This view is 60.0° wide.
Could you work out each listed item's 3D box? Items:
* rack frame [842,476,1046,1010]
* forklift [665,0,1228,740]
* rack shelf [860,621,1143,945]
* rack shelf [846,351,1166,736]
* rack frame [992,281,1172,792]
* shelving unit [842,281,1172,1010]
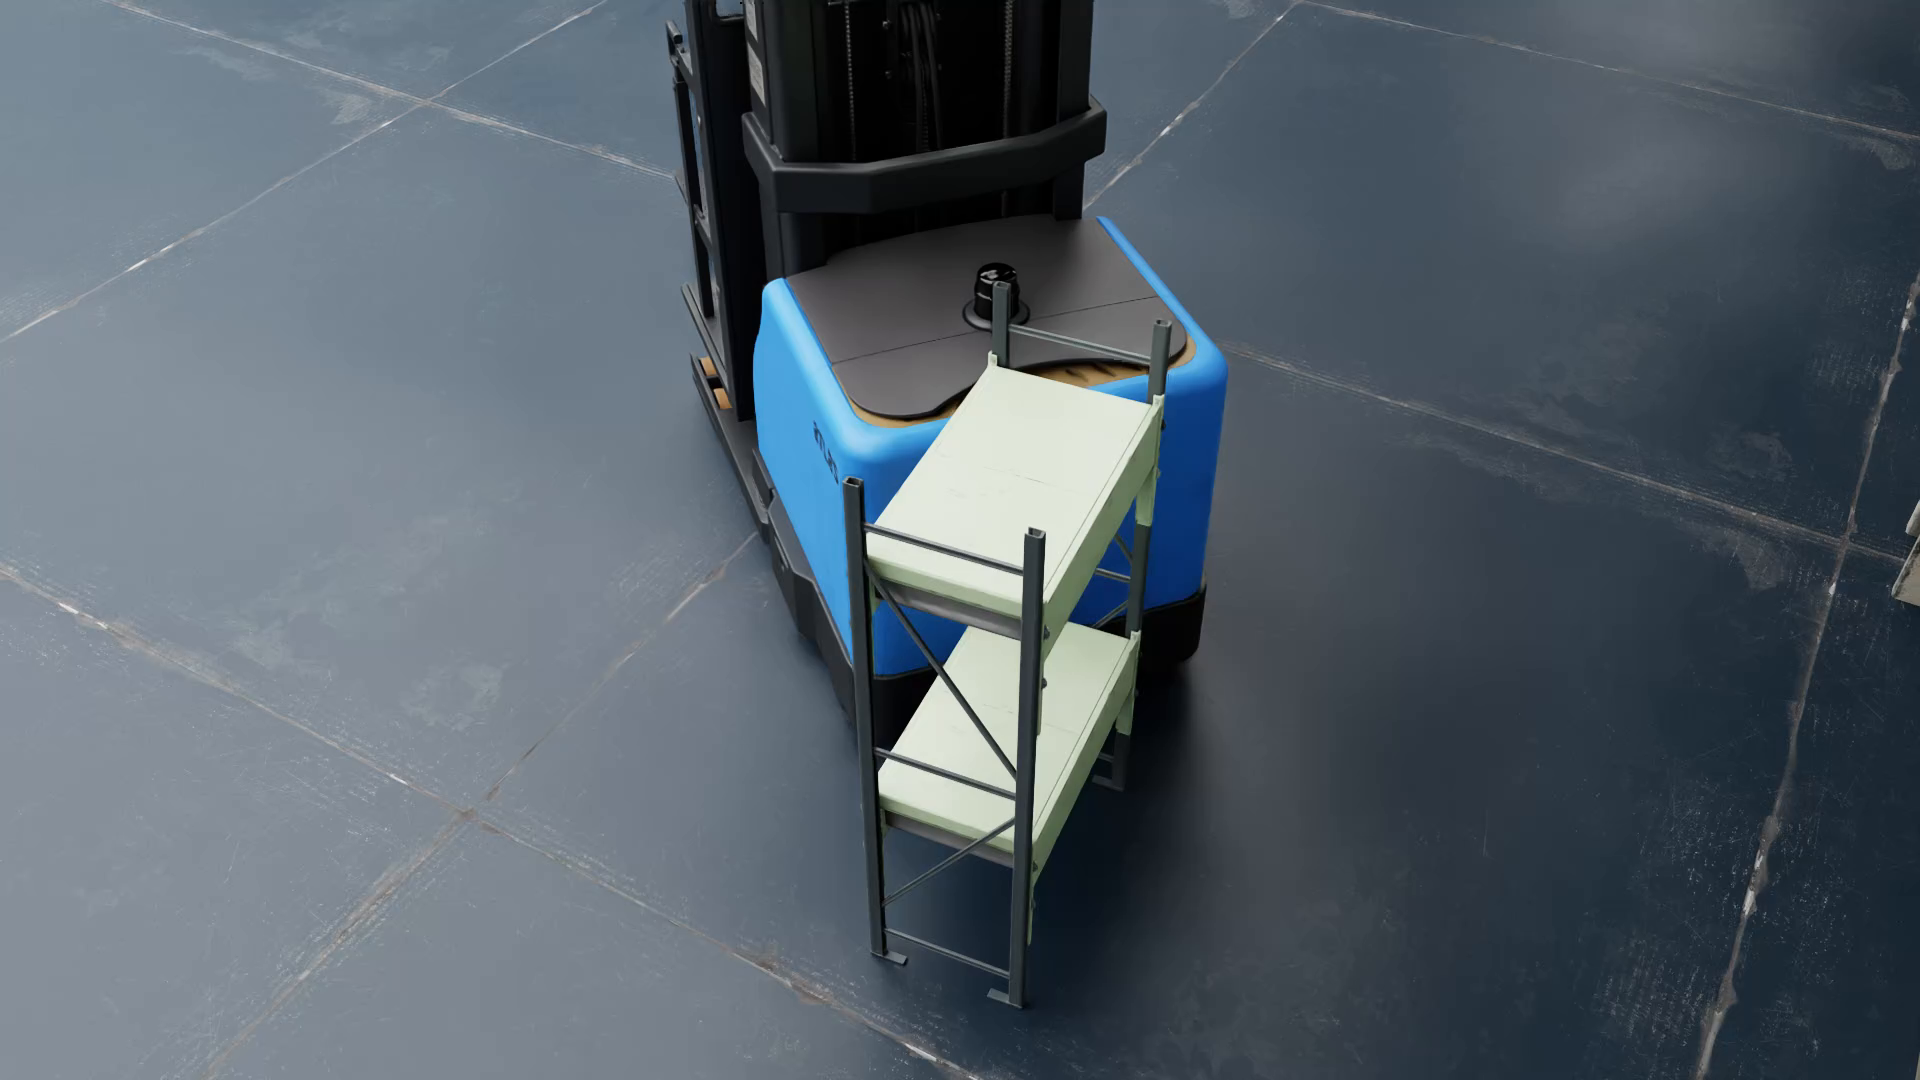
[{"bbox_3d":[-0.032,0.501,3.546,0.400,1.500,0.023,16,44,17],"label":"rack frame"},{"bbox_3d":[-0.289,-1.540,4.780,1.130,2.935,3.031,-14,43,-15],"label":"forklift"},{"bbox_3d":[0.114,0.524,4.013,0.431,0.370,0.720,16,44,17],"label":"rack shelf"},{"bbox_3d":[0.114,-0.014,3.540,0.431,0.370,0.720,16,44,17],"label":"rack shelf"},{"bbox_3d":[0.259,0.057,4.050,0.400,1.500,0.023,16,44,17],"label":"rack frame"},{"bbox_3d":[0.114,0.279,3.798,0.431,1.500,0.755,16,44,17],"label":"shelving unit"}]
